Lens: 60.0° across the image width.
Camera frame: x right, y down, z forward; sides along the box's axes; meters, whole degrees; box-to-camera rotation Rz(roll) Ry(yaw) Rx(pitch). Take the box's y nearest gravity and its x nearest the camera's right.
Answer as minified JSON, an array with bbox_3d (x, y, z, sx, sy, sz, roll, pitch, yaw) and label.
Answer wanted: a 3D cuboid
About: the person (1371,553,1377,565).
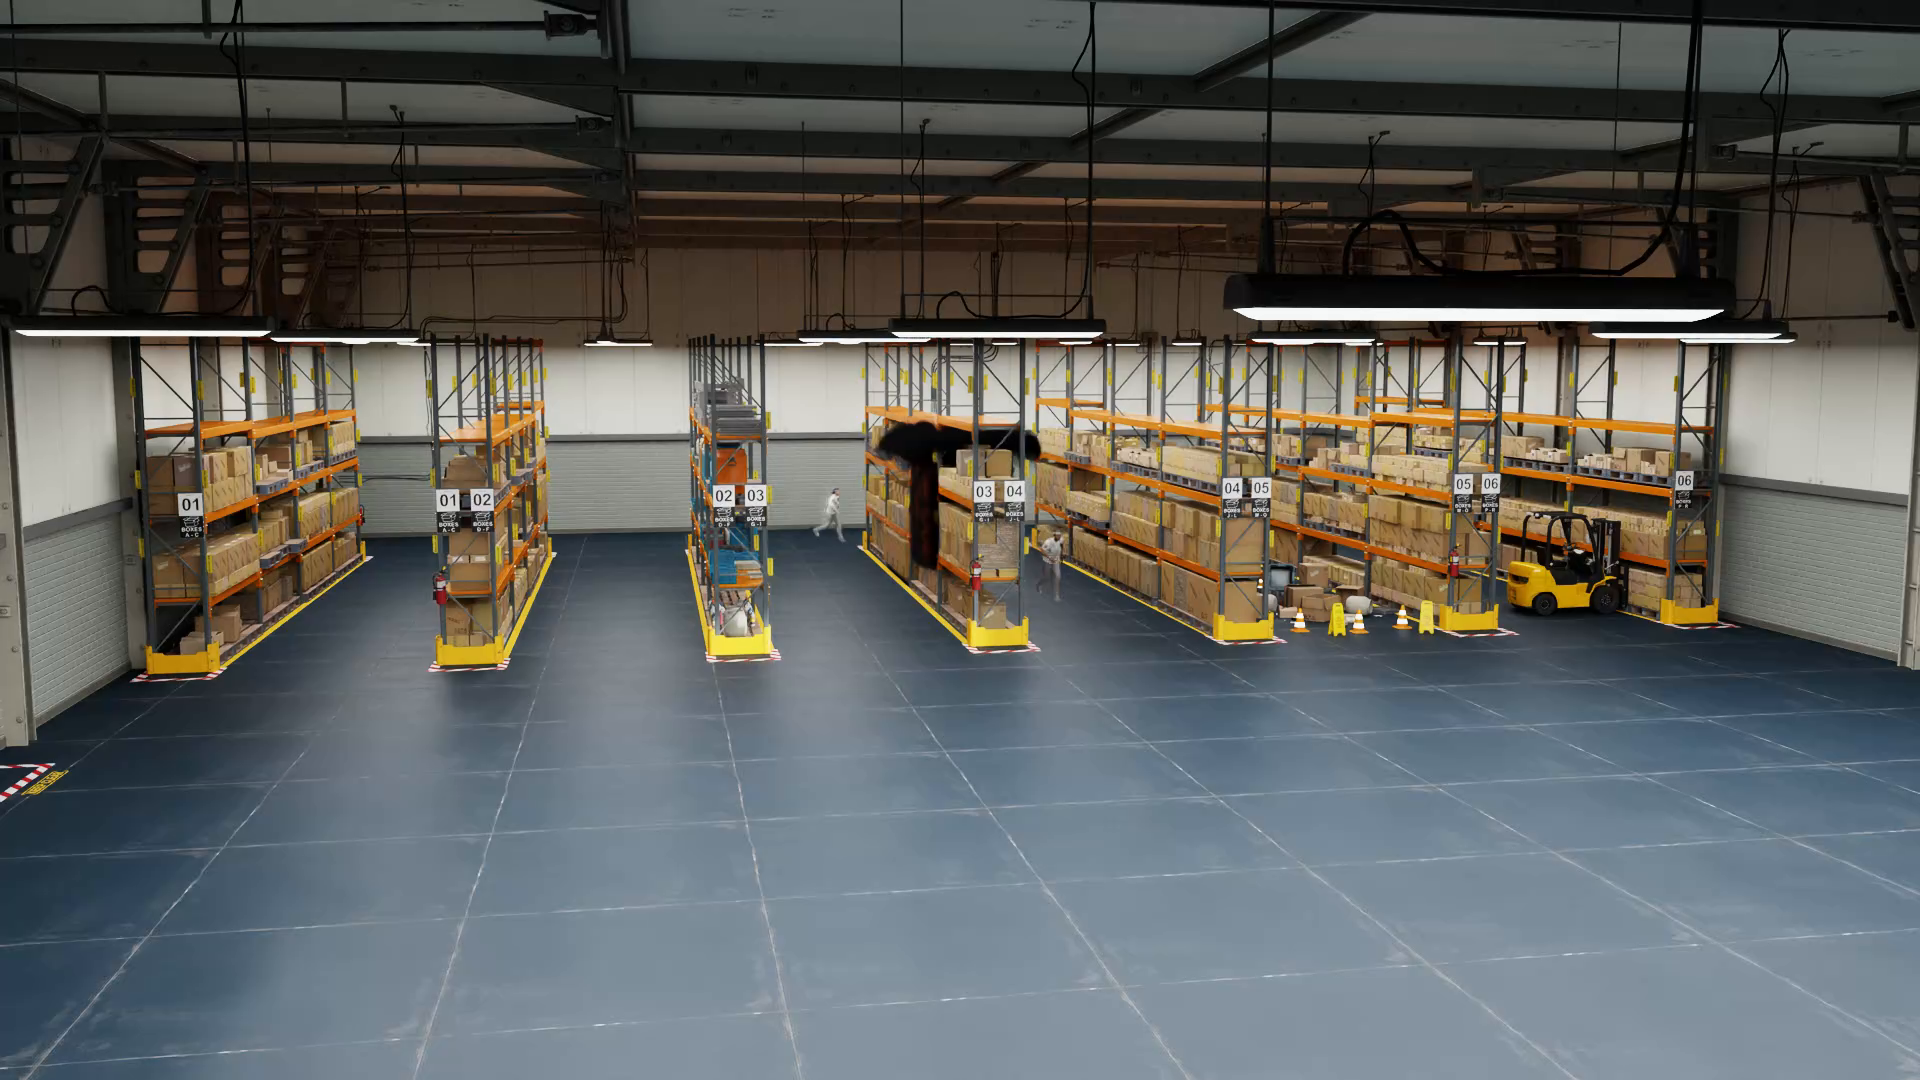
[{"bbox_3d":[10.504,0.047,42.388,0.605,1.759,0.839,-3,7,-24],"label":"person"}]

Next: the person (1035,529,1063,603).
[{"bbox_3d":[1.985,0.523,37.065,0.613,1.628,0.978,-4,8,-33],"label":"person"}]

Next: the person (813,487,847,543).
[{"bbox_3d":[-3.871,-0.746,49.442,1.036,1.686,0.628,0,7,4],"label":"person"}]

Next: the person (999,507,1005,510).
[{"bbox_3d":[1.214,-0.771,49.269,0.939,1.729,0.849,5,8,37],"label":"person"}]
